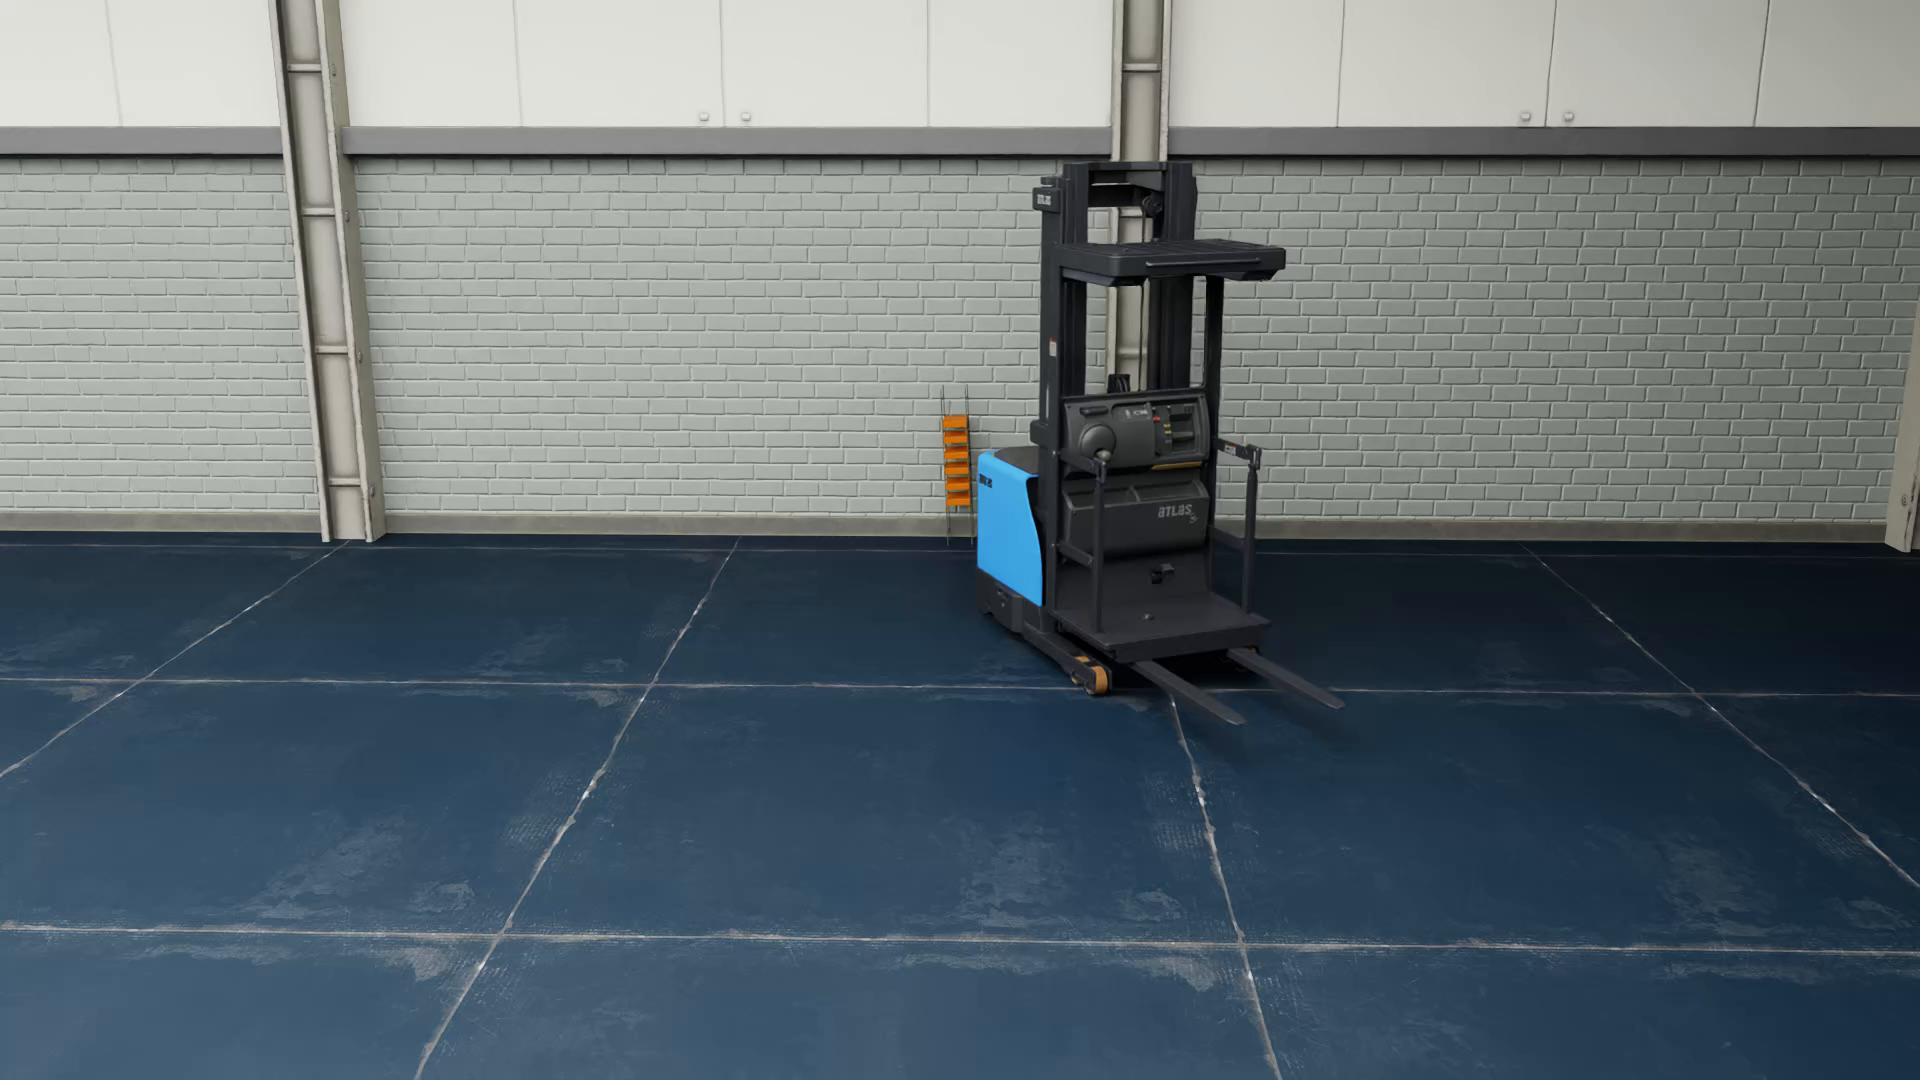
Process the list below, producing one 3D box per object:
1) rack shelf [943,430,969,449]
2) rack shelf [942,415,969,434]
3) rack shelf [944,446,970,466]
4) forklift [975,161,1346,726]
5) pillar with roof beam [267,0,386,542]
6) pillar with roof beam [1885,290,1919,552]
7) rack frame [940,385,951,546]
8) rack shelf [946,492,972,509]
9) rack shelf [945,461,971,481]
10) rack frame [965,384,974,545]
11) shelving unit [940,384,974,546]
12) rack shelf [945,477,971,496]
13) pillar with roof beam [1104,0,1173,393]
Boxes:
[{"bbox_3d":[-0.027,-0.758,12.581,0.180,0.103,0.258,-1,15,4],"label":"rack shelf"},{"bbox_3d":[-0.032,-0.874,12.550,0.180,0.103,0.258,-1,15,4],"label":"rack shelf"},{"bbox_3d":[-0.021,-0.642,12.611,0.180,0.103,0.258,-1,15,4],"label":"rack shelf"},{"bbox_3d":[1.129,-0.655,9.577,1.130,2.935,3.031,-6,16,-22],"label":"forklift"},{"bbox_3d":[-4.816,-3.279,7.627,0.400,9.000,9.100,0,15,1],"label":"pillar with roof beam"},{"bbox_3d":[7.180,-3.200,7.330,0.400,9.000,9.100,0,15,1],"label":"pillar with roof beam"},{"bbox_3d":[-0.109,-0.567,12.637,0.006,1.200,0.240,-1,15,4],"label":"rack frame"},{"bbox_3d":[-0.005,-0.294,12.702,0.180,0.103,0.258,-1,15,4],"label":"rack shelf"},{"bbox_3d":[-0.016,-0.526,12.641,0.180,0.103,0.258,-1,15,4],"label":"rack shelf"},{"bbox_3d":[0.073,-0.571,12.623,0.006,1.200,0.240,-1,15,4],"label":"rack frame"},{"bbox_3d":[-0.018,-0.569,12.630,0.189,1.200,0.258,-1,15,4],"label":"shelving unit"},{"bbox_3d":[-0.011,-0.410,12.672,0.180,0.103,0.258,-1,15,4],"label":"rack shelf"},{"bbox_3d":[1.182,-3.239,7.479,0.400,9.000,9.100,0,15,1],"label":"pillar with roof beam"}]
